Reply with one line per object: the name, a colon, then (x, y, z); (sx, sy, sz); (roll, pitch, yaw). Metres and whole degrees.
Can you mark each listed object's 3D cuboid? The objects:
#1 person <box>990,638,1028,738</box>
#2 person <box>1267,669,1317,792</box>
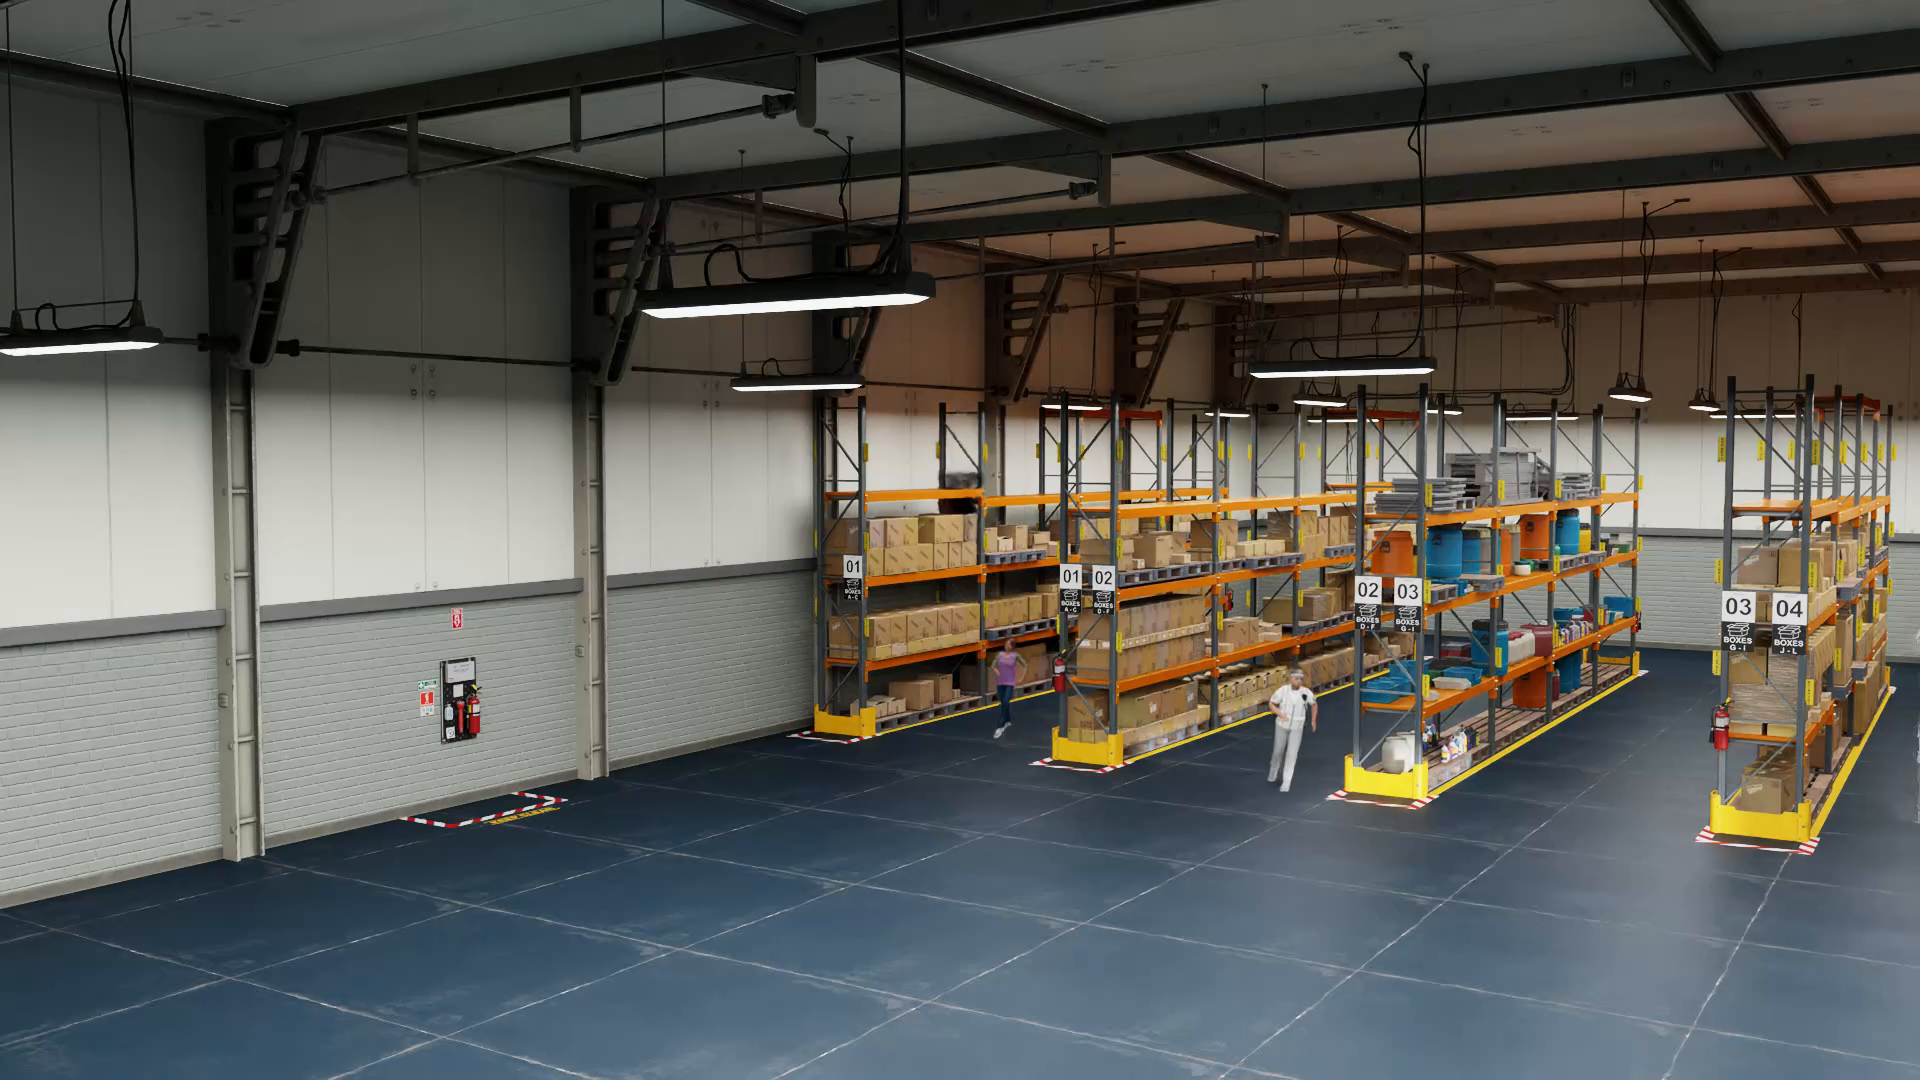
person: (0.780, 2.471, 27.993); (0.600, 1.631, 0.729); (1, 3, 26)
person: (4.979, 2.813, 24.884); (0.727, 1.791, 0.865); (1, 3, 10)
